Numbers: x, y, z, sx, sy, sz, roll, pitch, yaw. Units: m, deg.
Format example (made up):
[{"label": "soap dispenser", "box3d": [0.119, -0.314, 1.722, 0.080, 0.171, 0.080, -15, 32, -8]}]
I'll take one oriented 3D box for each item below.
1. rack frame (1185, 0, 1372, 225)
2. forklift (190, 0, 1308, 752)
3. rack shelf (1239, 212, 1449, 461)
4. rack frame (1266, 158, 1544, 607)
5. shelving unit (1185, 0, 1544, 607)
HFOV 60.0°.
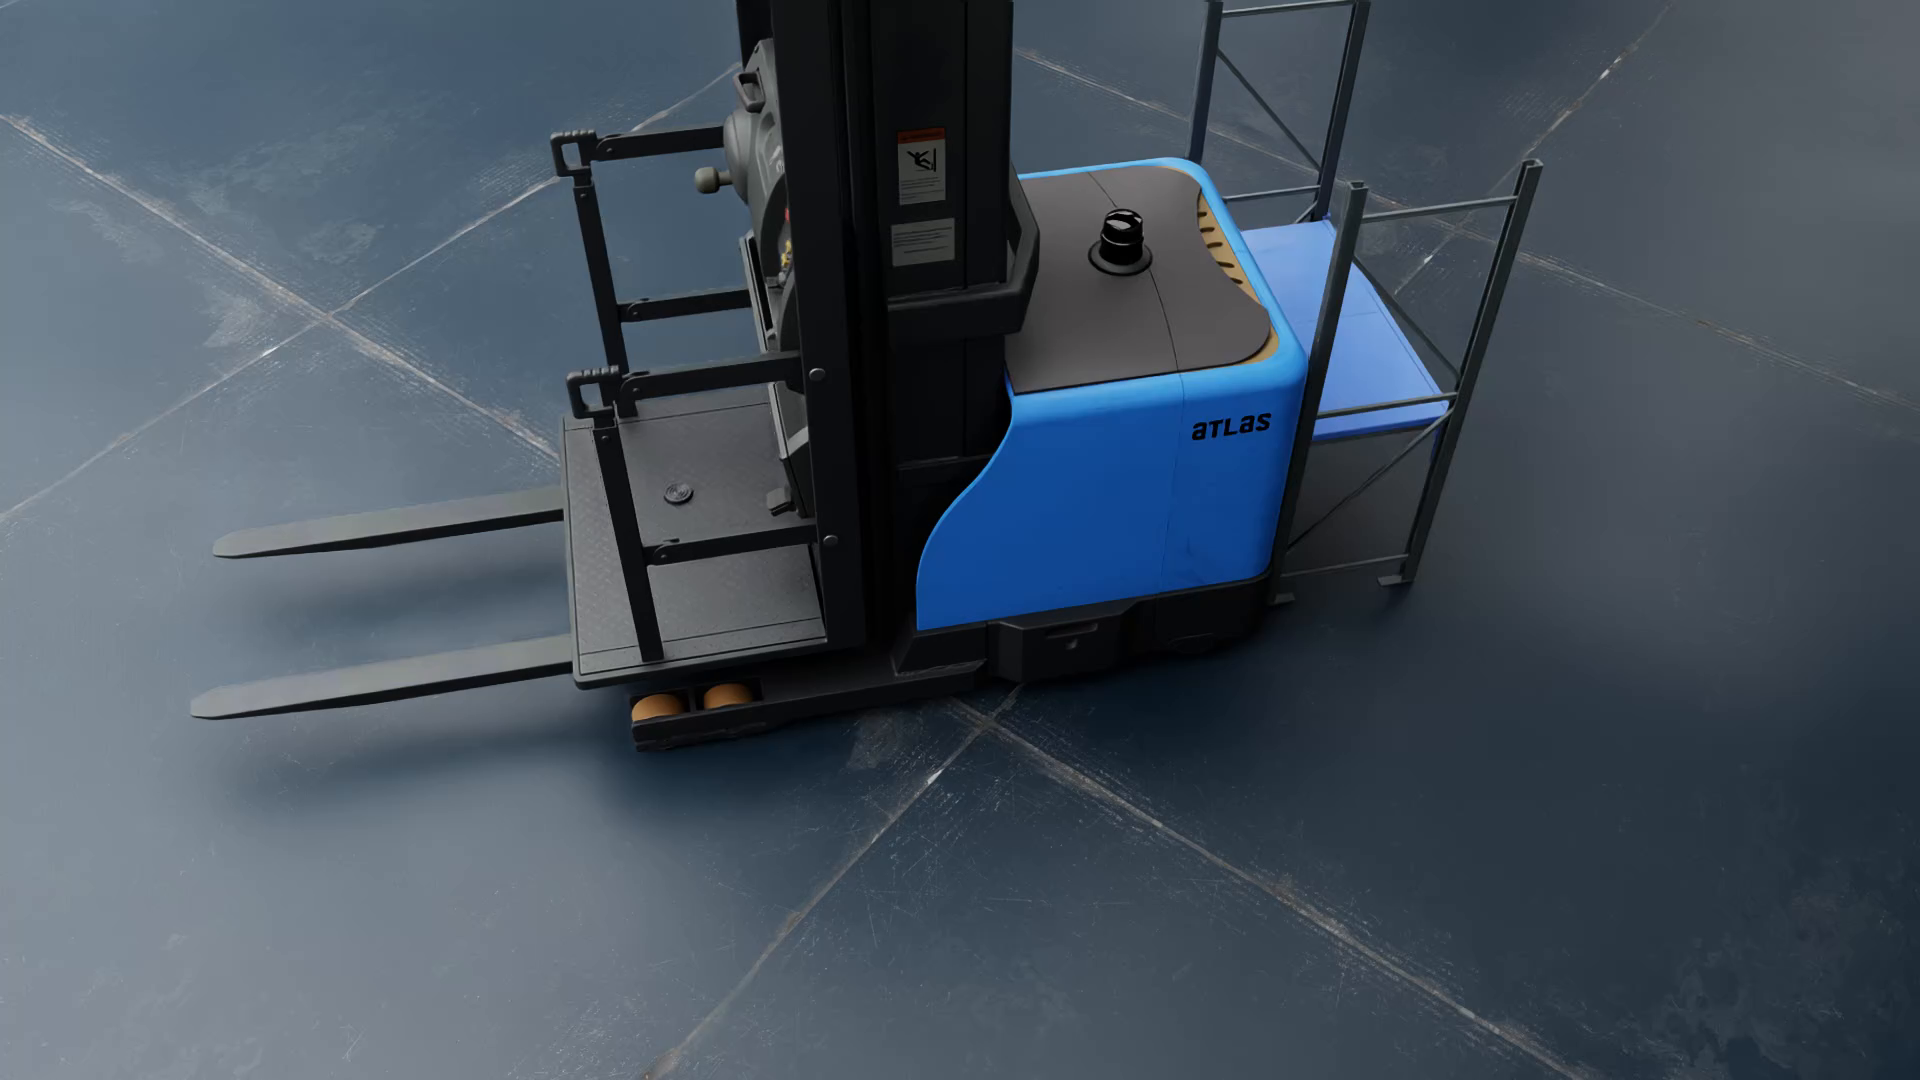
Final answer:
[{"label": "rack frame", "box3d": [0.933, -1.081, 5.240, 0.500, 1.500, 0.032, -9, 47, -10]}, {"label": "forklift", "box3d": [-0.664, -0.842, 4.027, 3.031, 2.935, 1.130, -9, 47, -8]}, {"label": "rack shelf", "box3d": [1.046, -0.598, 5.027, 0.538, 0.185, 1.000, -9, 47, -10]}, {"label": "rack frame", "box3d": [1.163, -0.365, 4.556, 0.500, 1.500, 0.032, -9, 47, -10]}, {"label": "shelving unit", "box3d": [1.048, -0.723, 4.898, 0.538, 1.500, 1.048, -9, 47, -10]}]
